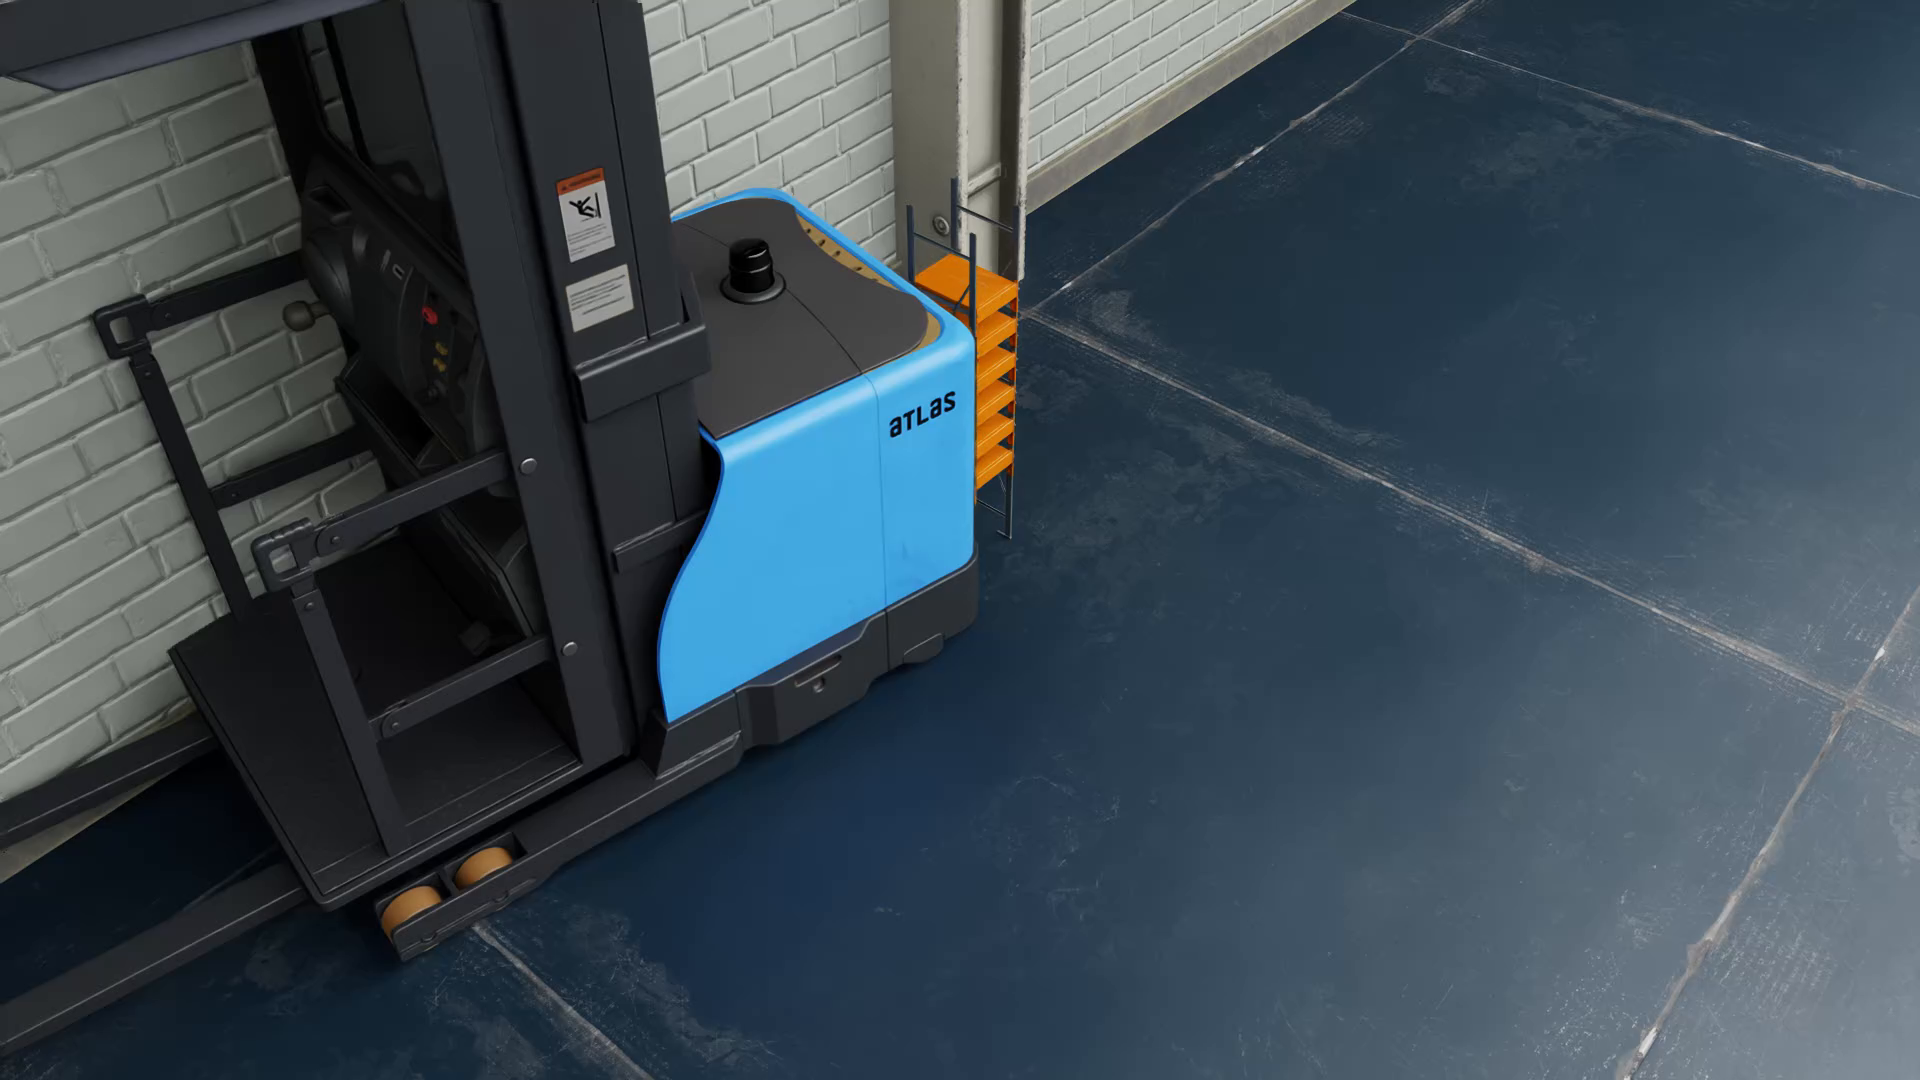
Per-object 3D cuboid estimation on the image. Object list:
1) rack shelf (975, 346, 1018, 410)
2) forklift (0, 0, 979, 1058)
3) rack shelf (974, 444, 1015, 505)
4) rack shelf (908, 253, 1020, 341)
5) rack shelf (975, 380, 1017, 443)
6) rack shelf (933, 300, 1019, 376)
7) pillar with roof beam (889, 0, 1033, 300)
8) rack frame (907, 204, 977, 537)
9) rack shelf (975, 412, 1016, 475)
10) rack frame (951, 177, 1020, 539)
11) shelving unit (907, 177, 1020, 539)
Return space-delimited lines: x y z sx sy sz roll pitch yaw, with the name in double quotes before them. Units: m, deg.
"rack shelf" 0.009 -0.507 4.804 0.258 0.103 0.180 29 50 28
"forklift" -1.421 -0.467 3.585 3.031 2.935 1.130 -28 49 -27
"rack shelf" 0.009 -0.241 5.046 0.258 0.103 0.180 29 50 28
"rack shelf" 0.009 -0.685 4.642 0.258 0.103 0.180 29 50 28
"rack shelf" 0.009 -0.419 4.884 0.258 0.103 0.180 29 50 28
"rack shelf" 0.009 -0.596 4.723 0.258 0.103 0.180 29 50 28
"pillar with roof beam" 3.299 -2.438 1.242 9.100 9.000 0.400 29 50 28
"rack frame" -0.050 -0.404 4.803 0.240 1.200 0.006 29 50 28
"rack shelf" 0.009 -0.330 4.965 0.258 0.103 0.180 29 50 28
"rack frame" 0.068 -0.498 4.906 0.240 1.200 0.006 29 50 28
"shelving unit" 0.009 -0.451 4.855 0.258 1.200 0.189 29 50 28
